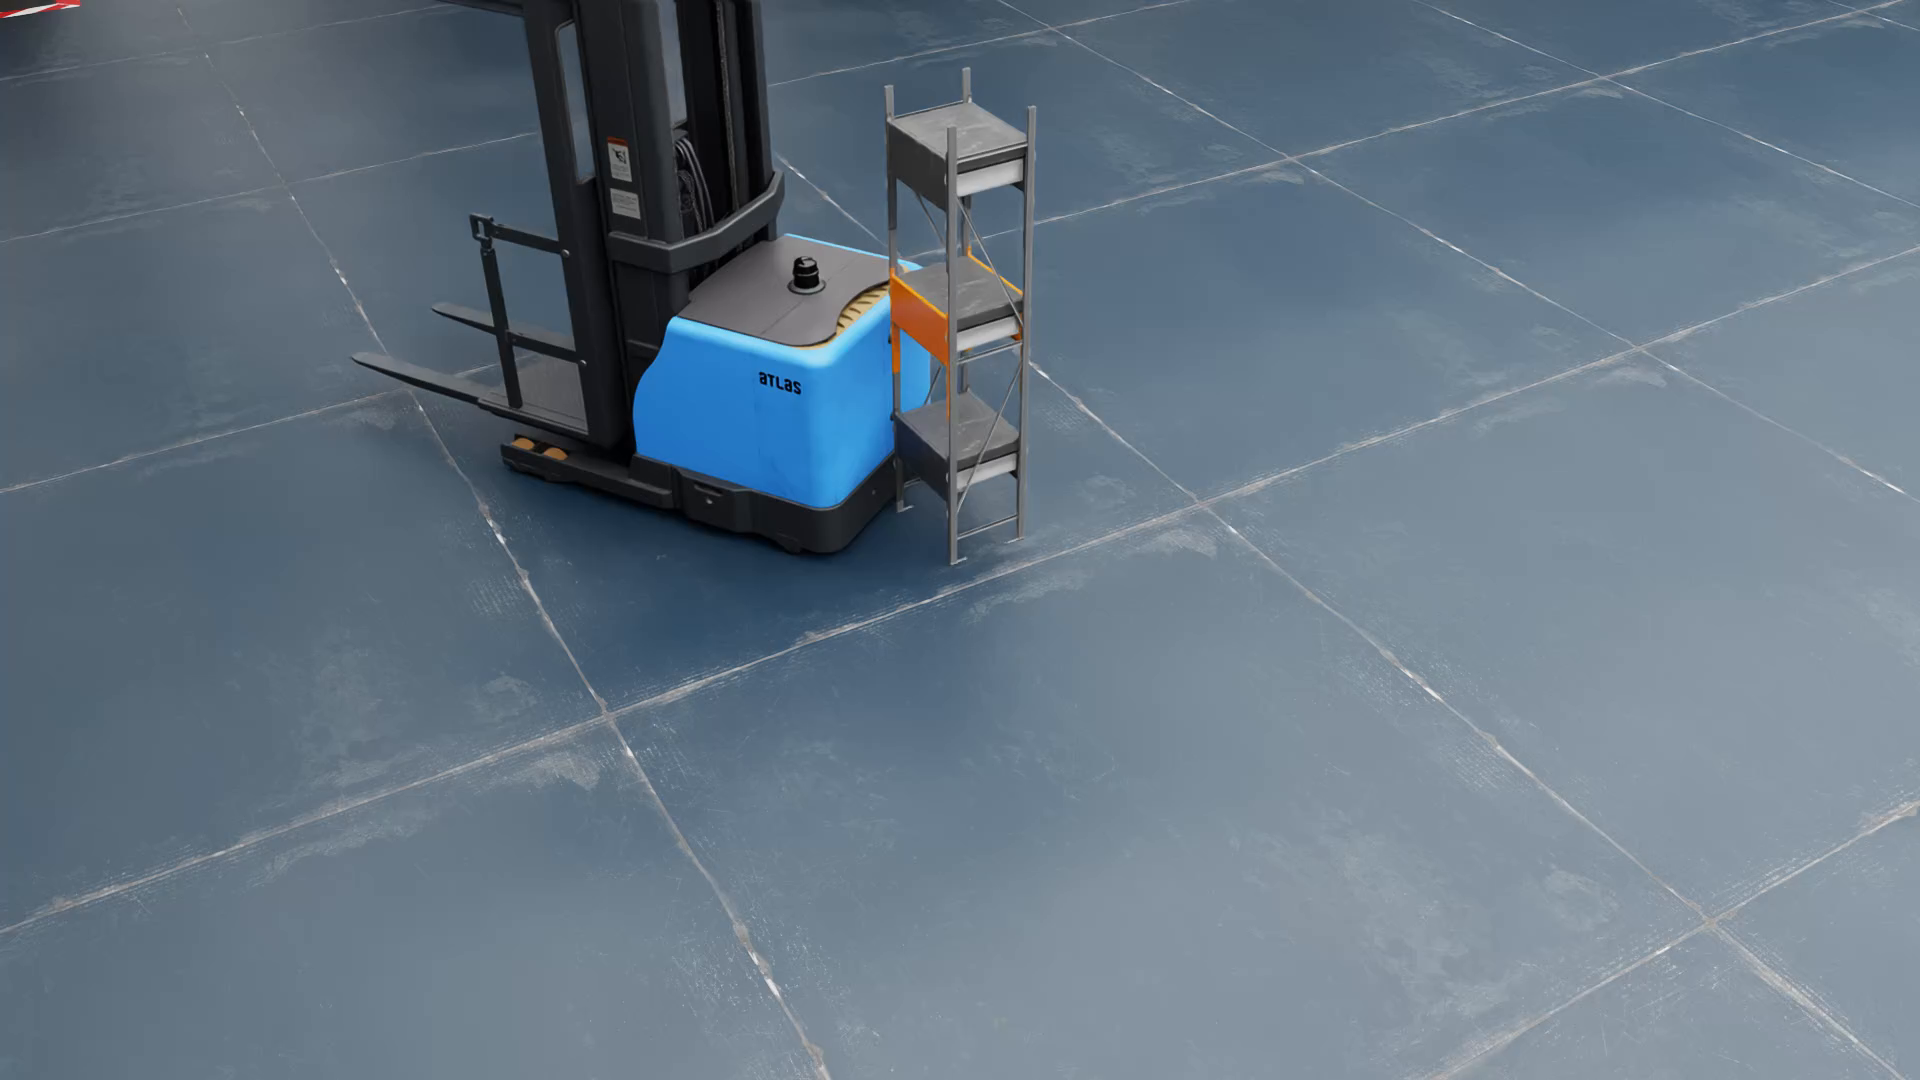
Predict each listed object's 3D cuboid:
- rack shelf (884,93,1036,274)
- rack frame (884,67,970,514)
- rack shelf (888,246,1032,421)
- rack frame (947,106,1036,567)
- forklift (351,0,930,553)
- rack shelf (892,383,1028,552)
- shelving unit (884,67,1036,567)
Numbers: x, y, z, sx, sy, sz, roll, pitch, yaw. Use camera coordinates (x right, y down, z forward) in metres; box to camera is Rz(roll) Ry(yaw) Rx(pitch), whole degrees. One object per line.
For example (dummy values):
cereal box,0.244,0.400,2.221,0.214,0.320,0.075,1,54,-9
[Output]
rack shelf,-0.003,-1.468,6.816,0.431,0.518,0.480,-20,41,-25
rack frame,-0.131,-1.036,7.389,0.400,2.100,0.015,-20,41,-25
rack shelf,-0.003,-0.903,7.229,0.431,0.518,0.480,-20,41,-25
rack frame,0.125,-0.791,7.053,0.400,2.100,0.015,-20,41,-25
forklift,-1.679,-1.725,7.627,3.031,2.935,1.130,17,39,22
rack shelf,-0.003,-0.338,7.642,0.431,0.518,0.480,-20,41,-25
shelving unit,-0.003,-0.914,7.221,0.431,2.100,0.503,-20,41,-25
